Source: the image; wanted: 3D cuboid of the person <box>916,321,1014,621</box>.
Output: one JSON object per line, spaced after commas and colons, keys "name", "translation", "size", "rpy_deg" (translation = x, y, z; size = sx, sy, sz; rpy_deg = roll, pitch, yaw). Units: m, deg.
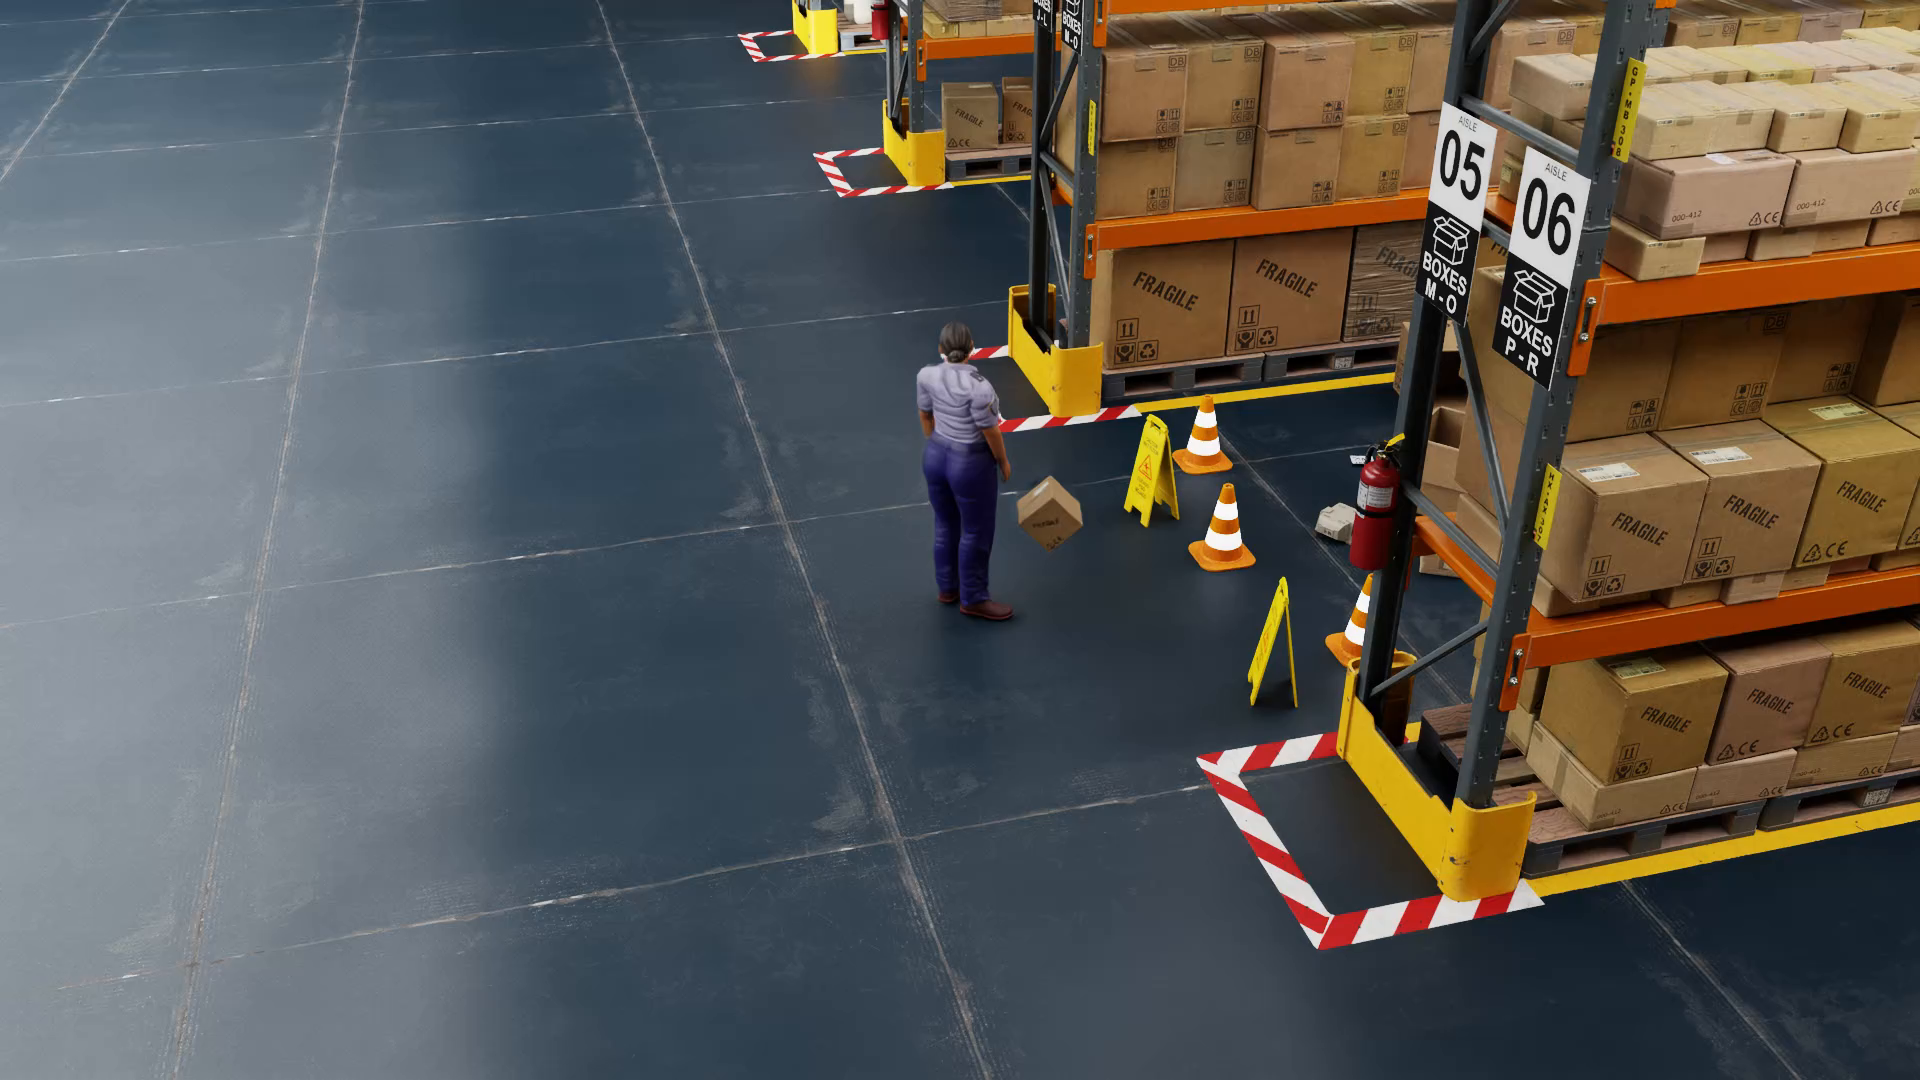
{"name": "person", "translation": [0.053, -0.383, 8.875], "size": [0.604, 1.658, 0.362], "rpy_deg": [22, 37, 32]}
